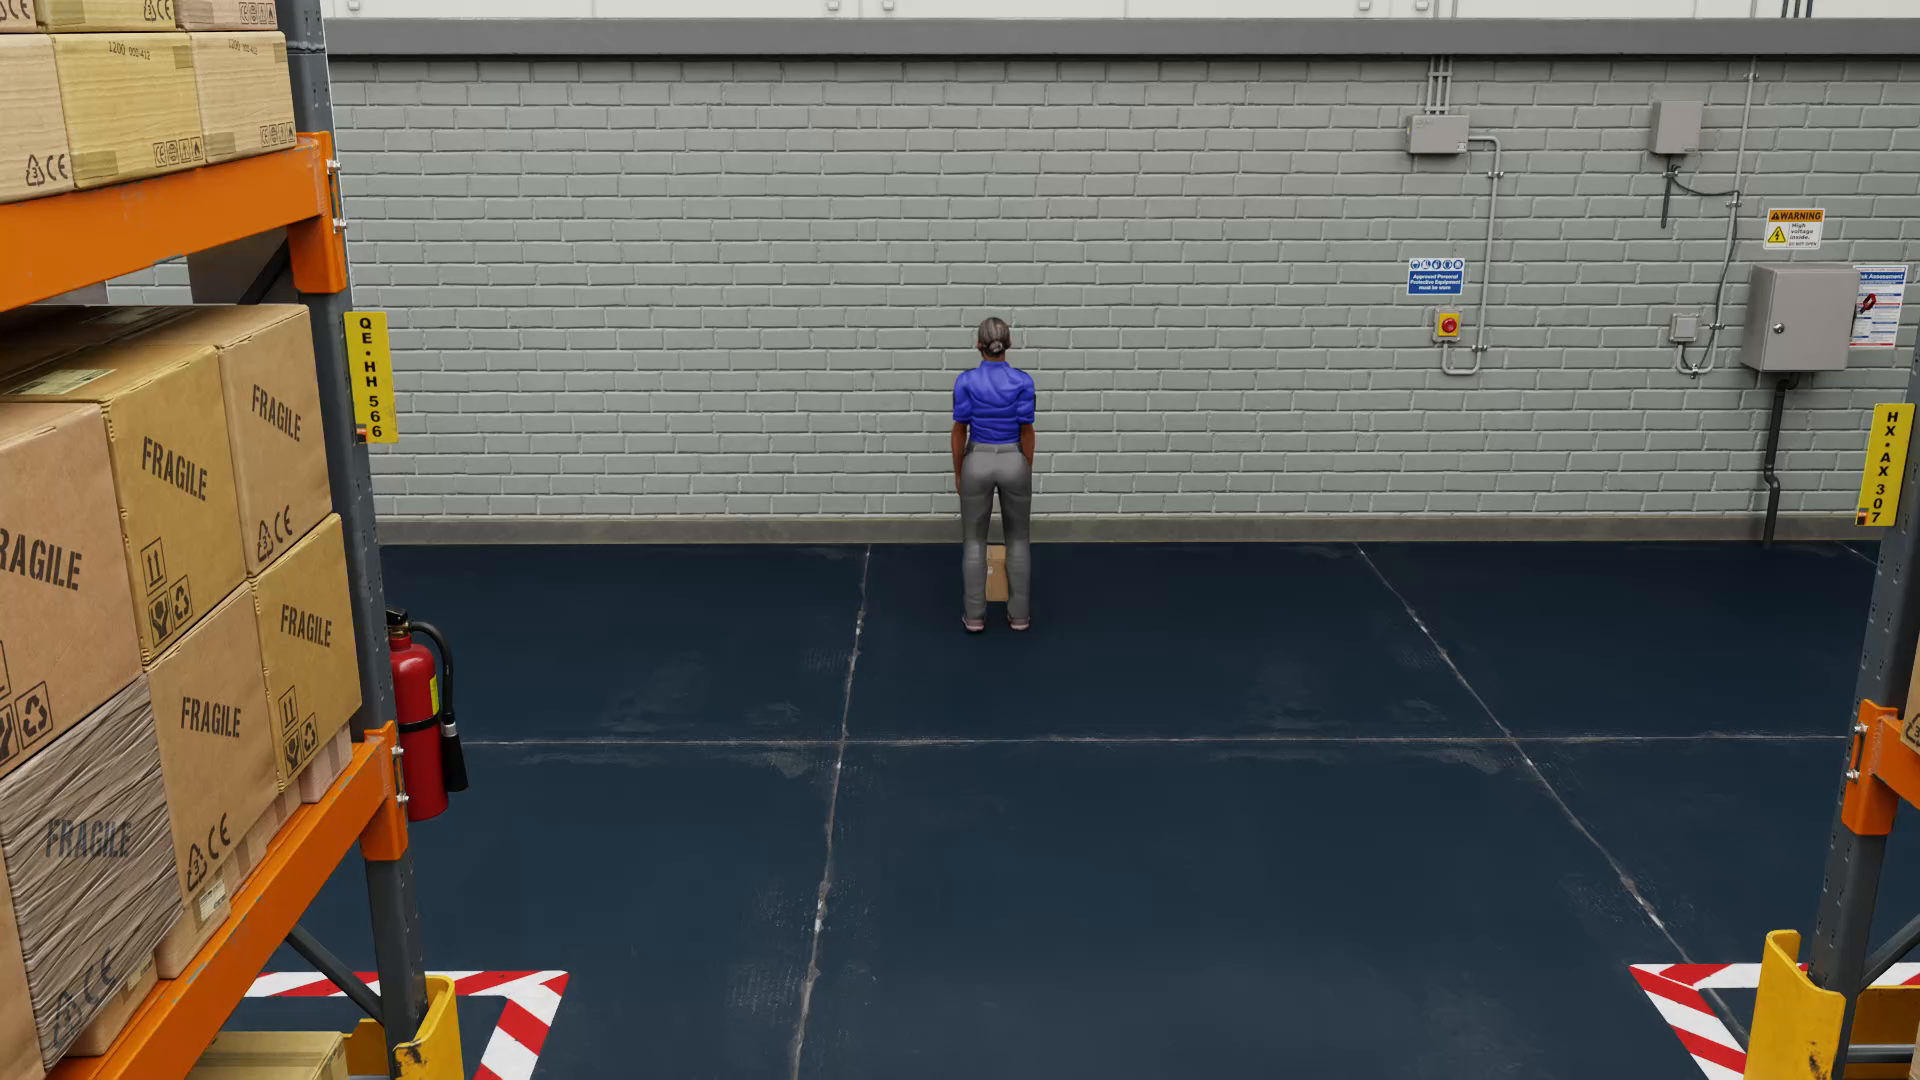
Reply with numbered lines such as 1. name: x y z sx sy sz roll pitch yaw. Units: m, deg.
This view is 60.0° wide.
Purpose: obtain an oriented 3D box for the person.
1. person: 0.171 -0.338 8.652 0.436 1.656 0.307 0 17 0
